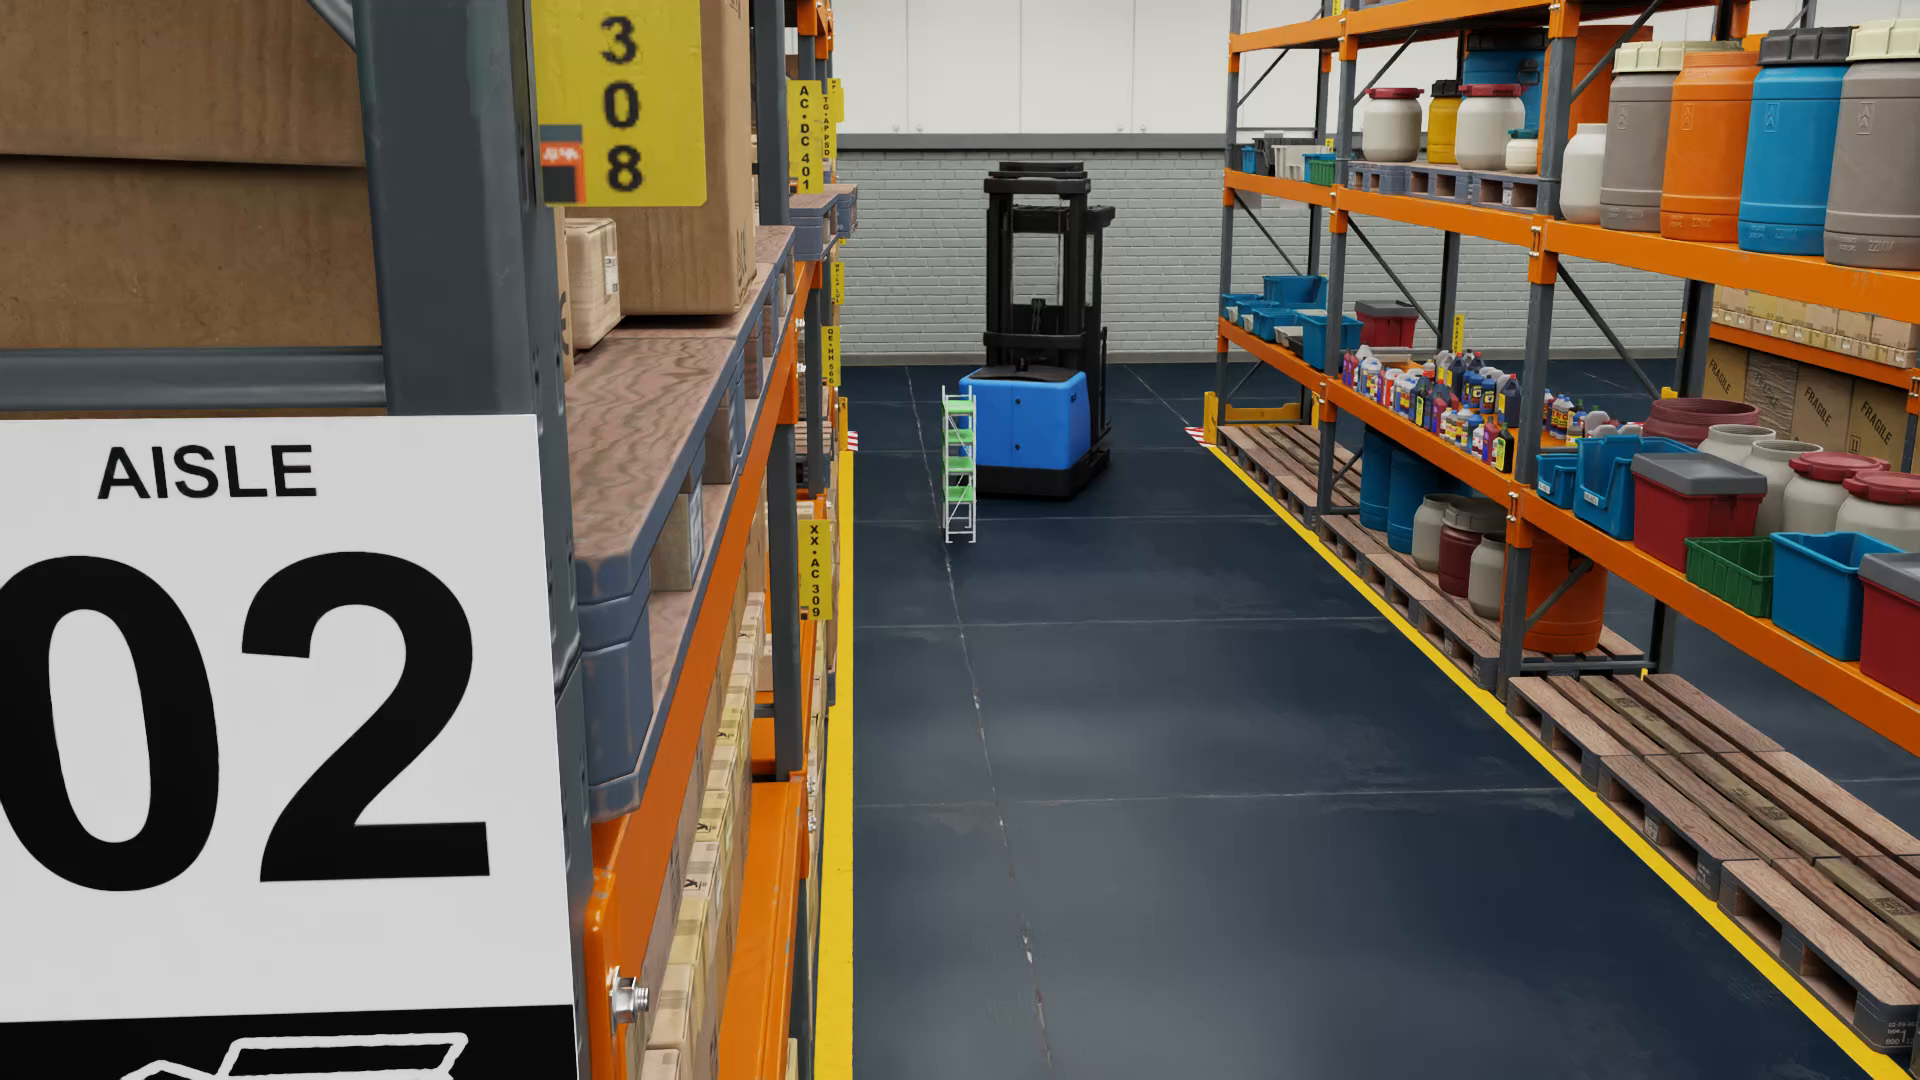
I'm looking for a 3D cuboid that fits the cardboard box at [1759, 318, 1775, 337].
[{"bbox_3d":[7.909,-2.040,15.940,0.380,0.149,0.250,-1,14,-4],"label":"cardboard box"}]

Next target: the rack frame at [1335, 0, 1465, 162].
[{"bbox_3d":[3.439,-4.409,12.603,1.000,3.000,0.127,-1,14,-3],"label":"rack frame"}]

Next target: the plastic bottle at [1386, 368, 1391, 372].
[{"bbox_3d":[3.233,-1.202,12.577,0.097,0.201,0.097,0,14,0],"label":"plastic bottle"}]

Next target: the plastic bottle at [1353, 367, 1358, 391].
[{"bbox_3d":[3.069,-1.248,12.756,0.097,0.201,0.097,0,14,0],"label":"plastic bottle"}]

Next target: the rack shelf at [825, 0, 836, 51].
[{"bbox_3d":[-1.629,-4.481,14.332,1.077,0.370,4.000,-1,14,-3],"label":"rack shelf"}]

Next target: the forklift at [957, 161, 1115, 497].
[{"bbox_3d":[0.851,-2.127,15.912,1.130,2.935,3.031,4,15,15],"label":"forklift"}]

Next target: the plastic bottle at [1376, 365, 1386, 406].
[{"bbox_3d":[3.090,-1.128,12.126,0.061,0.283,0.133,-1,14,-3],"label":"plastic bottle"}]

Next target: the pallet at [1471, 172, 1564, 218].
[{"bbox_3d":[3.737,-2.062,9.879,1.003,0.211,1.213,-1,14,-3],"label":"pallet"}]

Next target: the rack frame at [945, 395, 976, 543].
[{"bbox_3d":[0.005,-0.562,13.301,0.240,1.200,0.015,-1,14,-3],"label":"rack frame"}]

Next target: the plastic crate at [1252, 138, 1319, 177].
[{"bbox_3d":[3.011,-3.537,15.357,0.504,0.338,0.767,-1,14,-3],"label":"plastic crate"}]

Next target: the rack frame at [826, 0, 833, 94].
[{"bbox_3d":[-1.753,-5.328,16.176,1.000,3.000,0.127,-1,14,-3],"label":"rack frame"}]

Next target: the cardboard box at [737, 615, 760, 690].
[{"bbox_3d":[-0.766,0.325,4.742,0.380,0.149,0.250,-1,14,-5],"label":"cardboard box"}]

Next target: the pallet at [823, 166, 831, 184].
[{"bbox_3d":[-1.468,-2.369,11.070,1.213,0.211,1.003,-1,14,-3],"label":"pallet"}]

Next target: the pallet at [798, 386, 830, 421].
[{"bbox_3d":[-1.383,-0.824,11.094,1.003,0.211,1.213,-1,14,-3],"label":"pallet"}]

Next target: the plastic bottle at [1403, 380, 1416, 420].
[{"bbox_3d":[3.145,-0.979,11.569,0.097,0.271,0.097,0,14,0],"label":"plastic bottle"}]

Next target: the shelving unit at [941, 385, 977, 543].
[{"bbox_3d":[-0.010,-0.622,13.537,0.258,1.200,0.503,-1,14,-3],"label":"shelving unit"}]

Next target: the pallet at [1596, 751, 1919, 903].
[{"bbox_3d":[3.768,1.338,7.904,1.003,0.211,1.213,-1,14,-3],"label":"pallet"}]

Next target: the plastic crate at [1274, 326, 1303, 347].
[{"bbox_3d":[3.031,-1.833,15.041,0.293,0.136,0.466,-1,14,-3],"label":"plastic crate"}]

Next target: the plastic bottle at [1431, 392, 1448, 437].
[{"bbox_3d":[3.165,-0.831,10.969,0.061,0.283,0.133,-1,14,-3],"label":"plastic bottle"}]

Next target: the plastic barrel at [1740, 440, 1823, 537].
[{"bbox_3d":[3.989,-0.206,8.081,0.421,0.512,0.421,0,14,0],"label":"plastic barrel"}]

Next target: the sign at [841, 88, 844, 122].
[{"bbox_3d":[-1.198,-4.308,16.453,0.100,0.325,0.005,-1,14,-3],"label":"sign"}]

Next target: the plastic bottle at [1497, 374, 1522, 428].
[{"bbox_3d":[3.747,-0.946,11.284,0.144,0.351,0.185,-1,14,-3],"label":"plastic bottle"}]

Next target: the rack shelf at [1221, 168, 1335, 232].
[{"bbox_3d":[3.315,-3.105,14.999,1.077,0.370,4.000,-1,14,-3],"label":"rack shelf"}]

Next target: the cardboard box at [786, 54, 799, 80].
[{"bbox_3d":[-1.574,-3.534,13.014,0.700,0.500,0.500,-1,14,-3],"label":"cardboard box"}]

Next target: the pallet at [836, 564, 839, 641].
[{"bbox_3d":[-1.339,0.428,11.438,1.003,0.211,1.213,-1,14,-3],"label":"pallet"}]

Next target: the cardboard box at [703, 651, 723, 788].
[{"bbox_3d":[-0.913,0.245,3.749,0.700,0.500,0.500,-1,14,-3],"label":"cardboard box"}]

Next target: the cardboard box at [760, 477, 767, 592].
[{"bbox_3d":[-1.138,-0.065,7.557,0.500,0.500,0.500,-2,15,-6],"label":"cardboard box"}]

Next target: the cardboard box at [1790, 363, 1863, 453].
[{"bbox_3d":[8.365,-1.144,15.373,0.875,0.875,0.875,-1,14,-3],"label":"cardboard box"}]

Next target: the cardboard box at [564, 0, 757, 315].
[{"bbox_3d":[-0.592,-0.633,2.623,0.500,0.500,0.500,-1,14,-3],"label":"cardboard box"}]

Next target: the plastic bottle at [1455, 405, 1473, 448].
[{"bbox_3d":[3.208,-0.724,10.577,0.097,0.271,0.097,0,14,0],"label":"plastic bottle"}]

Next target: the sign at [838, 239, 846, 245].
[{"bbox_3d":[-1.198,-3.140,16.753,0.100,0.325,0.005,-1,14,-3],"label":"sign"}]

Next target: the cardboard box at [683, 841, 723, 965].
[{"bbox_3d":[-0.666,0.711,3.242,0.380,0.149,0.250,-1,14,-3],"label":"cardboard box"}]

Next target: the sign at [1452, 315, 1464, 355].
[{"bbox_3d":[3.988,-1.646,13.347,0.100,0.325,0.005,-1,14,-3],"label":"sign"}]

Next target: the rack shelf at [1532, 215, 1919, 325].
[{"bbox_3d":[3.810,-1.116,7.267,1.077,0.370,4.000,-1,14,-3],"label":"rack shelf"}]

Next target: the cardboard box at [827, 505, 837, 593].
[{"bbox_3d":[-1.102,0.062,11.399,0.500,0.500,0.500,-1,14,-5],"label":"cardboard box"}]

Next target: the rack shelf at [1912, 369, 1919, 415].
[{"bbox_3d":[8.506,-0.734,11.804,1.077,0.370,4.000,-1,14,-3],"label":"rack shelf"}]

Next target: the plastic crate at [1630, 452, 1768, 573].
[{"bbox_3d":[3.481,-0.133,7.896,0.402,0.464,0.583,-1,14,-3],"label":"plastic crate"}]

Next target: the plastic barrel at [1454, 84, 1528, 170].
[{"bbox_3d":[3.426,-2.669,10.746,0.433,0.535,0.433,0,14,0],"label":"plastic barrel"}]

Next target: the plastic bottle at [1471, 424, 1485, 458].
[{"bbox_3d":[3.226,-0.617,10.304,0.097,0.201,0.097,0,14,0],"label":"plastic bottle"}]

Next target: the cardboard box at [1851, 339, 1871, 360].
[{"bbox_3d":[8.004,-1.657,14.451,0.380,0.149,0.250,-1,14,-4],"label":"cardboard box"}]

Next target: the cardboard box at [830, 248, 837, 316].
[{"bbox_3d":[-1.254,-2.082,13.392,0.500,0.500,0.500,-1,14,-2],"label":"cardboard box"}]

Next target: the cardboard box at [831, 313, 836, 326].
[{"bbox_3d":[-1.265,-1.607,13.553,0.500,0.500,0.500,-1,14,-2],"label":"cardboard box"}]

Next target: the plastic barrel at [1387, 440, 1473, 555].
[{"bbox_3d":[3.499,-0.379,12.348,0.600,0.901,0.708,-1,14,-3],"label":"plastic barrel"}]

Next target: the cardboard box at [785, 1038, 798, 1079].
[{"bbox_3d":[-0.763,1.802,5.179,0.500,0.250,0.500,-1,14,-3],"label":"cardboard box"}]

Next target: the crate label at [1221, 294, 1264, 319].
[{"bbox_3d":[2.877,-2.380,16.972,0.416,0.233,0.303,-1,14,-3],"label":"crate label"}]

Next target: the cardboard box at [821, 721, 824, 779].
[{"bbox_3d":[-0.918,1.075,8.002,0.500,0.250,0.500,-1,14,-2],"label":"cardboard box"}]

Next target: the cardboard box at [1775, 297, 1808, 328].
[{"bbox_3d":[7.998,-2.139,15.523,0.500,0.250,0.500,-1,14,-5],"label":"cardboard box"}]

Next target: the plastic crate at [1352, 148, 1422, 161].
[{"bbox_3d":[3.635,-3.206,14.210,0.497,0.269,0.590,-1,14,-3],"label":"plastic crate"}]

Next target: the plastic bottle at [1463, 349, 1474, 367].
[{"bbox_3d":[3.822,-1.256,12.488,0.144,0.351,0.185,-1,14,-3],"label":"plastic bottle"}]

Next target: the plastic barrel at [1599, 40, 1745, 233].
[{"bbox_3d":[3.521,-1.997,8.241,0.600,0.901,0.600,0,14,0],"label":"plastic barrel"}]

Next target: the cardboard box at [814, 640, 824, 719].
[{"bbox_3d":[-0.941,0.679,8.417,0.500,0.311,0.500,-1,14,-4],"label":"cardboard box"}]

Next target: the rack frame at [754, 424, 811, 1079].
[{"bbox_3d":[-1.010,0.562,5.324,1.000,3.000,0.127,-1,14,-3],"label":"rack frame"}]

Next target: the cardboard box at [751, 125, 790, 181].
[{"bbox_3d":[-1.318,-2.042,9.224,0.910,0.500,0.500,-1,14,-3],"label":"cardboard box"}]
